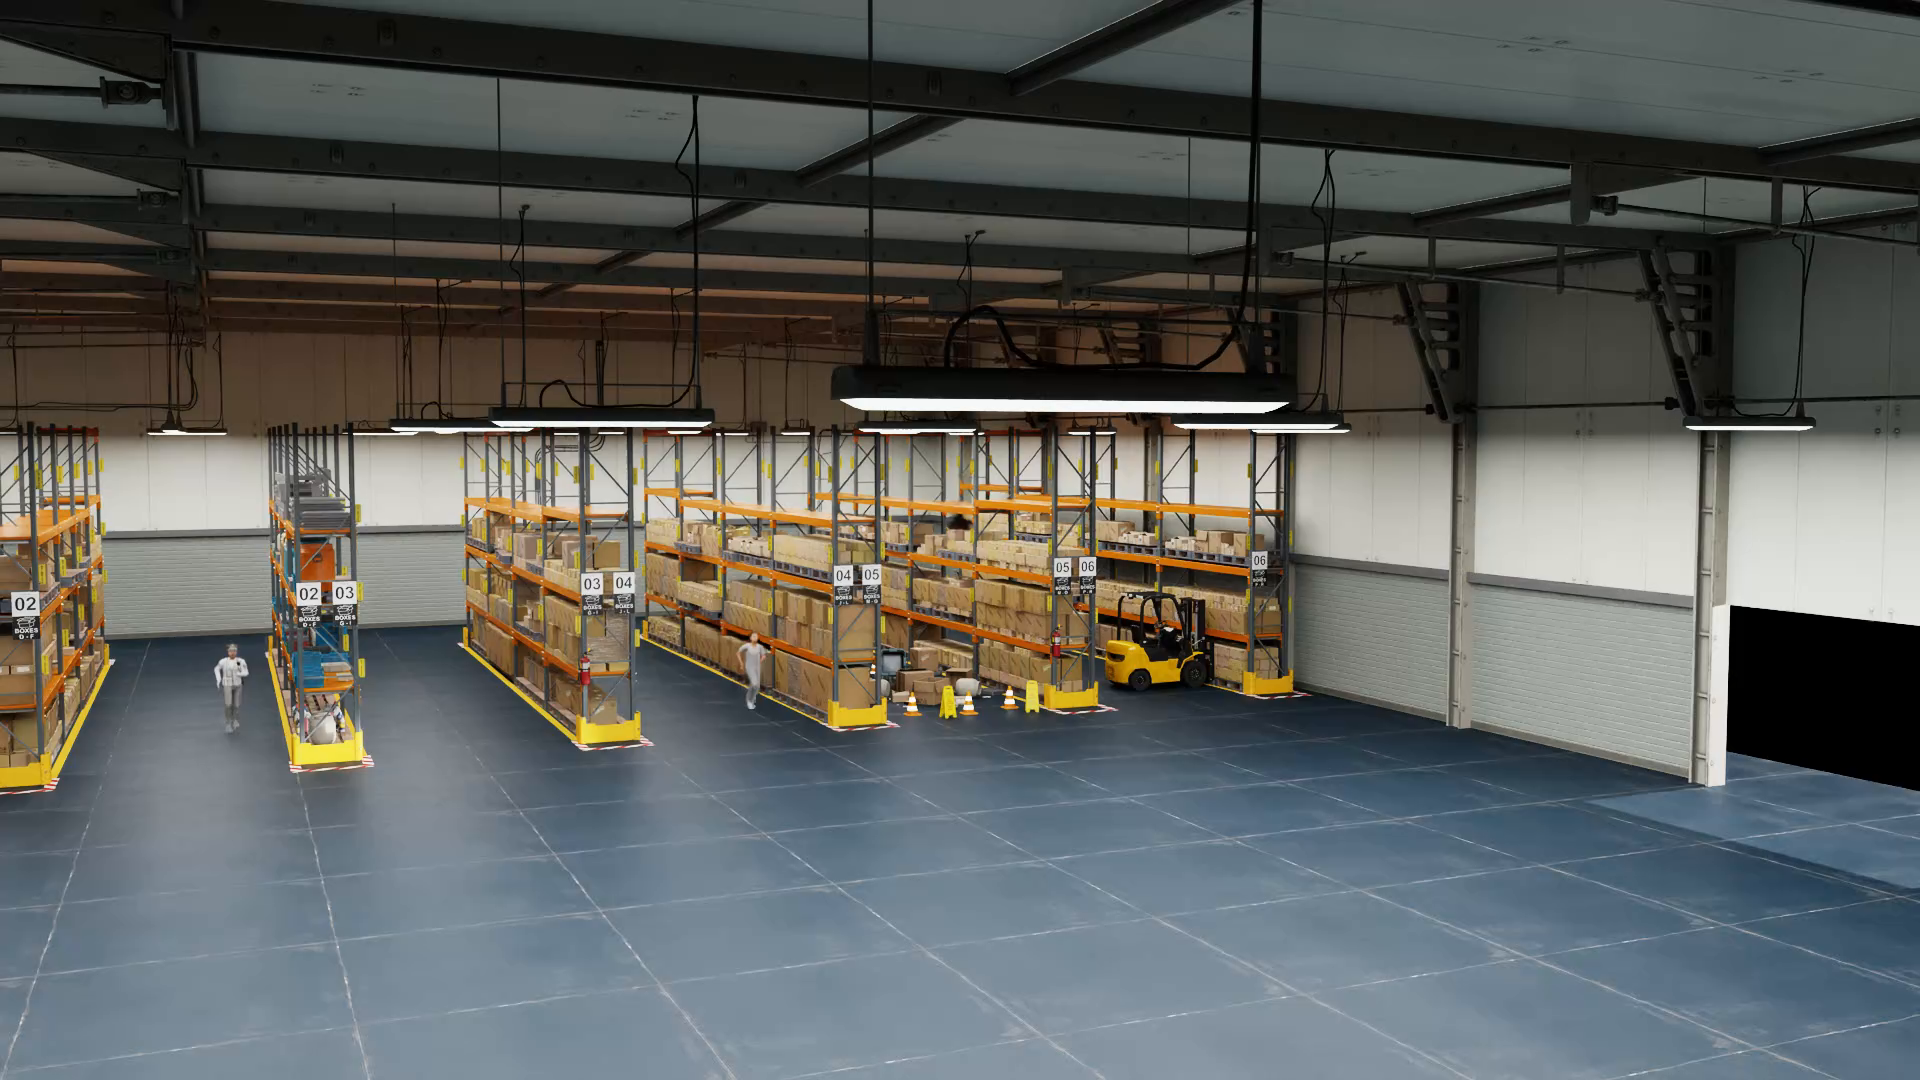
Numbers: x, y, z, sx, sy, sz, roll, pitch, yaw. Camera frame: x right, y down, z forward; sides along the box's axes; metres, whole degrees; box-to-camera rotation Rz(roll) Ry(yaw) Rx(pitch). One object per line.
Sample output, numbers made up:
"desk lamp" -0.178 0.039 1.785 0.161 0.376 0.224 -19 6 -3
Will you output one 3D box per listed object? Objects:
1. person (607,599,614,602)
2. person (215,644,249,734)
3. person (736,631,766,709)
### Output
"person" -10.231 1.965 47.111 0.715 1.775 0.827 2 4 26
"person" -14.213 2.895 32.490 0.576 1.749 0.719 -2 4 -29
"person" -4.350 2.746 35.026 0.552 1.630 0.613 -2 4 -34
